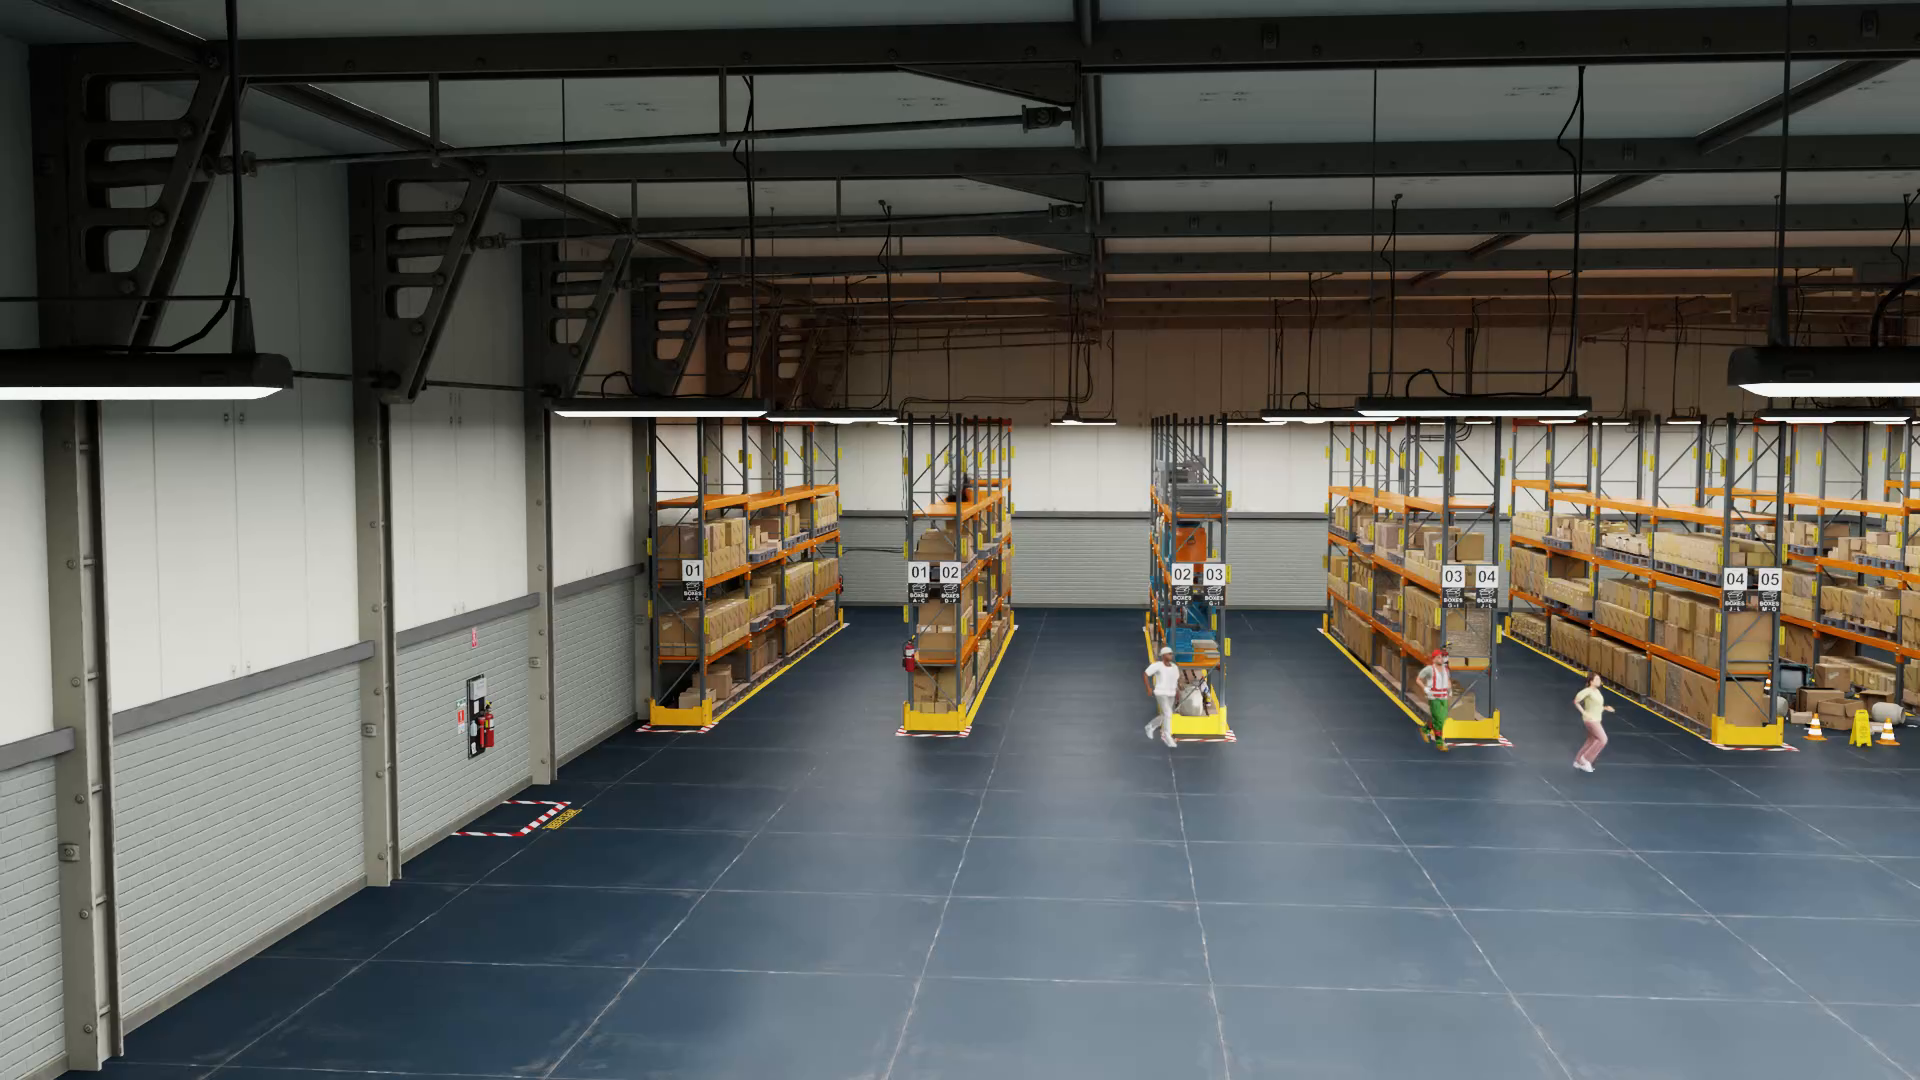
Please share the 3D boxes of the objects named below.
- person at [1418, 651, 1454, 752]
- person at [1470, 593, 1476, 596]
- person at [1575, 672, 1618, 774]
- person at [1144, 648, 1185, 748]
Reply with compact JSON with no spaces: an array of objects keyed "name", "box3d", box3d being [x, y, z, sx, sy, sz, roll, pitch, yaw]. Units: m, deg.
[{"name":"person","box3d":[8.524,2.858,29.714,0.710,1.775,0.713,-2,4,-22]},{"name":"person","box3d":[13.684,1.896,43.686,0.641,1.762,0.613,1,4,9]},{"name":"person","box3d":[10.573,3.034,27.657,0.677,1.684,0.554,4,5,42]},{"name":"person","box3d":[3.757,2.833,30.099,0.750,1.748,0.822,-3,5,-36]}]
